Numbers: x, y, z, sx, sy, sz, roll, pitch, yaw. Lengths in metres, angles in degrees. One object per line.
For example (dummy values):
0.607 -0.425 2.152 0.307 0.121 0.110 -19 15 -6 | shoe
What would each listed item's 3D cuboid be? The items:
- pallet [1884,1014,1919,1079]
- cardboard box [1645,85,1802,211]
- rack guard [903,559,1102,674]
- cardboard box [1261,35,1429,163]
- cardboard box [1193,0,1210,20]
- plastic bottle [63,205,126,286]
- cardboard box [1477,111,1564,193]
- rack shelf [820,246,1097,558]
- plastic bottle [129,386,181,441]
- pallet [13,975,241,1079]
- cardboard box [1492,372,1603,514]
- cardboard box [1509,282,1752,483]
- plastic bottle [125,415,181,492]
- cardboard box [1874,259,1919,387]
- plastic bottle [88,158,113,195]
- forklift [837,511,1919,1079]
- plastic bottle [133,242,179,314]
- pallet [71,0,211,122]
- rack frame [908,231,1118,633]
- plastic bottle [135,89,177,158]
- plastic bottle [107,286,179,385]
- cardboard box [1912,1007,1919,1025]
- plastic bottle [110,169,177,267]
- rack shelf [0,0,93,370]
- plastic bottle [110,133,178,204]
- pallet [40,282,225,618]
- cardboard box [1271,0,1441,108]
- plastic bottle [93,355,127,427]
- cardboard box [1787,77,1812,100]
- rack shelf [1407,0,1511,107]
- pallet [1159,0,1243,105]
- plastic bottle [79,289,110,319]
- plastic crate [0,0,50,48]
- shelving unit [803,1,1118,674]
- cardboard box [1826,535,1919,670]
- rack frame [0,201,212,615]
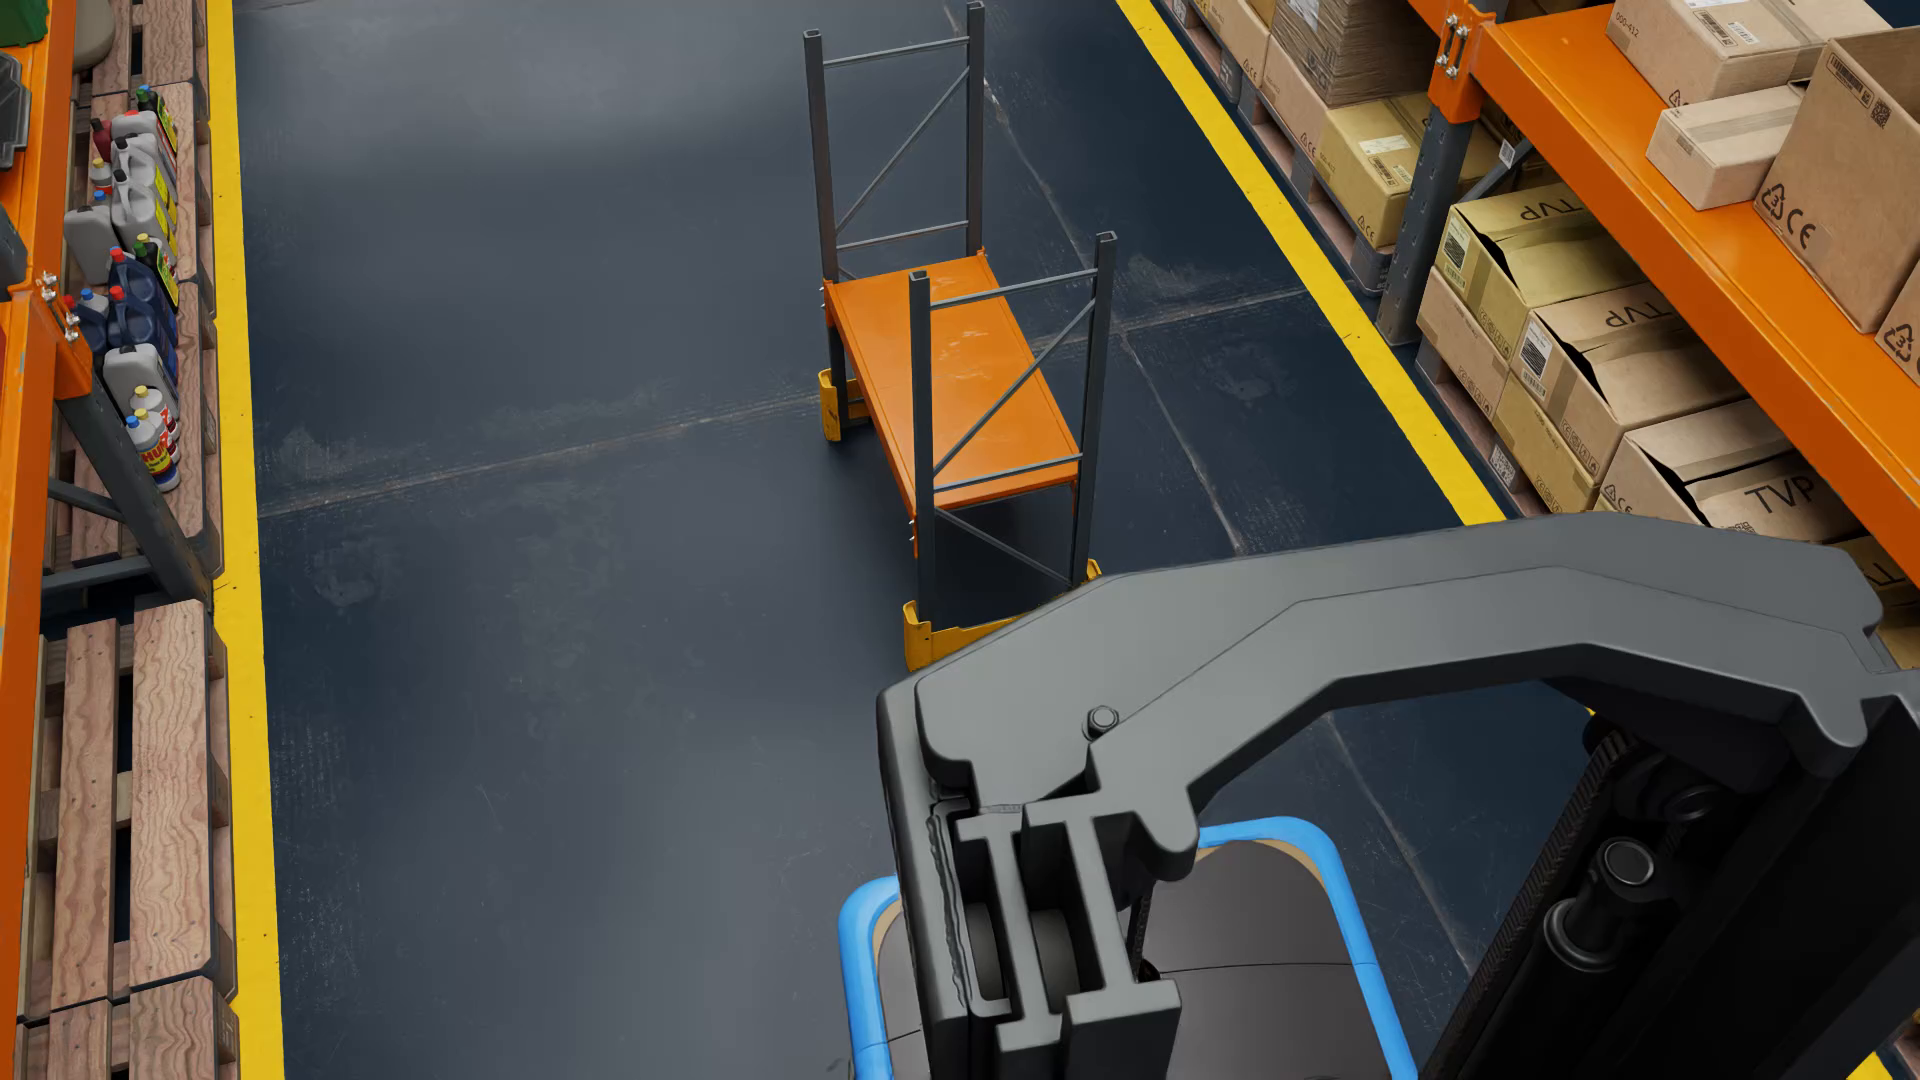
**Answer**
2.938 1.418 3.917 1.003 0.211 1.213 -13 51 -11 | pallet
2.028 -1.018 4.311 0.380 0.149 0.250 -13 51 -11 | cardboard box
0.125 0.227 4.895 0.587 0.250 0.087 -13 51 -11 | rack guard
1.477 -1.698 6.244 0.500 0.250 0.500 -13 51 -11 | cardboard box
1.167 -2.425 6.856 0.500 0.250 0.500 -13 51 -11 | cardboard box
-2.929 -1.019 5.641 0.152 0.276 0.135 -13 51 -11 | plastic bottle
2.114 -1.449 6.033 0.500 0.250 0.500 -13 51 -11 | cardboard box
-0.025 -0.430 4.867 0.538 0.185 1.000 -13 51 -11 | rack shelf
-2.507 -0.396 5.164 0.097 0.201 0.097 0 50 0 | plastic bottle
-2.138 1.681 3.695 1.003 0.211 1.213 -13 51 -11 | pallet
1.994 -0.317 5.079 0.500 0.250 0.500 -12 51 -10 | cardboard box
1.989 -0.497 4.864 0.500 0.311 0.500 -14 51 -11 | cardboard box
-2.447 -0.270 5.012 0.097 0.271 0.097 0 50 0 | plastic bottle
2.477 -0.510 3.652 0.500 0.500 0.500 -13 51 -11 | cardboard box
-3.017 -1.261 5.894 0.097 0.201 0.097 0 50 0 | plastic bottle
0.503 1.476 2.088 1.130 2.935 3.031 -8 50 -6 | forklift
-2.678 -0.893 5.530 0.061 0.283 0.133 -11 51 -9 | plastic bottle
-3.652 -2.059 6.847 1.003 0.211 1.213 -13 51 -11 | pallet
0.125 -0.174 4.416 0.500 1.500 0.032 -13 51 -11 | rack frame
-2.940 -1.540 6.075 0.061 0.283 0.133 -12 51 -10 | plastic bottle
-2.614 -0.647 5.278 0.144 0.351 0.185 -12 51 -10 | plastic bottle
2.600 1.175 3.821 0.500 0.250 0.500 -14 51 -11 | cardboard box
-2.795 -1.095 5.656 0.144 0.351 0.185 -14 51 -11 | plastic bottle
-3.363 -1.904 5.364 1.077 0.370 4.000 -13 51 -11 | rack shelf
-2.903 -1.327 5.900 0.152 0.276 0.135 -15 51 -12 | plastic bottle
-2.930 -0.276 5.345 1.003 0.211 1.213 -13 51 -11 | pallet
1.479 -1.940 5.957 0.500 0.500 0.500 -13 51 -11 | cardboard box
-2.670 -0.479 5.181 0.061 0.283 0.133 -13 51 -11 | plastic bottle
2.397 -1.149 4.344 0.396 0.266 0.258 -14 51 -12 | cardboard box
1.370 -3.021 6.306 1.077 0.370 4.000 -13 51 -11 | rack shelf
1.402 -2.377 7.116 1.003 0.211 1.213 -13 51 -11 | pallet
-2.772 -0.700 5.375 0.097 0.271 0.097 0 50 0 | plastic bottle
-2.903 -1.662 4.828 0.450 0.188 0.662 -13 51 -11 | plastic crate
-0.023 -0.539 4.724 0.587 1.500 1.083 -13 51 -11 | shelving unit
2.302 0.258 4.227 0.500 0.311 0.500 -12 51 -10 | cardboard box
-2.771 -0.675 3.857 1.000 3.000 0.127 -13 51 -11 | rack frame
